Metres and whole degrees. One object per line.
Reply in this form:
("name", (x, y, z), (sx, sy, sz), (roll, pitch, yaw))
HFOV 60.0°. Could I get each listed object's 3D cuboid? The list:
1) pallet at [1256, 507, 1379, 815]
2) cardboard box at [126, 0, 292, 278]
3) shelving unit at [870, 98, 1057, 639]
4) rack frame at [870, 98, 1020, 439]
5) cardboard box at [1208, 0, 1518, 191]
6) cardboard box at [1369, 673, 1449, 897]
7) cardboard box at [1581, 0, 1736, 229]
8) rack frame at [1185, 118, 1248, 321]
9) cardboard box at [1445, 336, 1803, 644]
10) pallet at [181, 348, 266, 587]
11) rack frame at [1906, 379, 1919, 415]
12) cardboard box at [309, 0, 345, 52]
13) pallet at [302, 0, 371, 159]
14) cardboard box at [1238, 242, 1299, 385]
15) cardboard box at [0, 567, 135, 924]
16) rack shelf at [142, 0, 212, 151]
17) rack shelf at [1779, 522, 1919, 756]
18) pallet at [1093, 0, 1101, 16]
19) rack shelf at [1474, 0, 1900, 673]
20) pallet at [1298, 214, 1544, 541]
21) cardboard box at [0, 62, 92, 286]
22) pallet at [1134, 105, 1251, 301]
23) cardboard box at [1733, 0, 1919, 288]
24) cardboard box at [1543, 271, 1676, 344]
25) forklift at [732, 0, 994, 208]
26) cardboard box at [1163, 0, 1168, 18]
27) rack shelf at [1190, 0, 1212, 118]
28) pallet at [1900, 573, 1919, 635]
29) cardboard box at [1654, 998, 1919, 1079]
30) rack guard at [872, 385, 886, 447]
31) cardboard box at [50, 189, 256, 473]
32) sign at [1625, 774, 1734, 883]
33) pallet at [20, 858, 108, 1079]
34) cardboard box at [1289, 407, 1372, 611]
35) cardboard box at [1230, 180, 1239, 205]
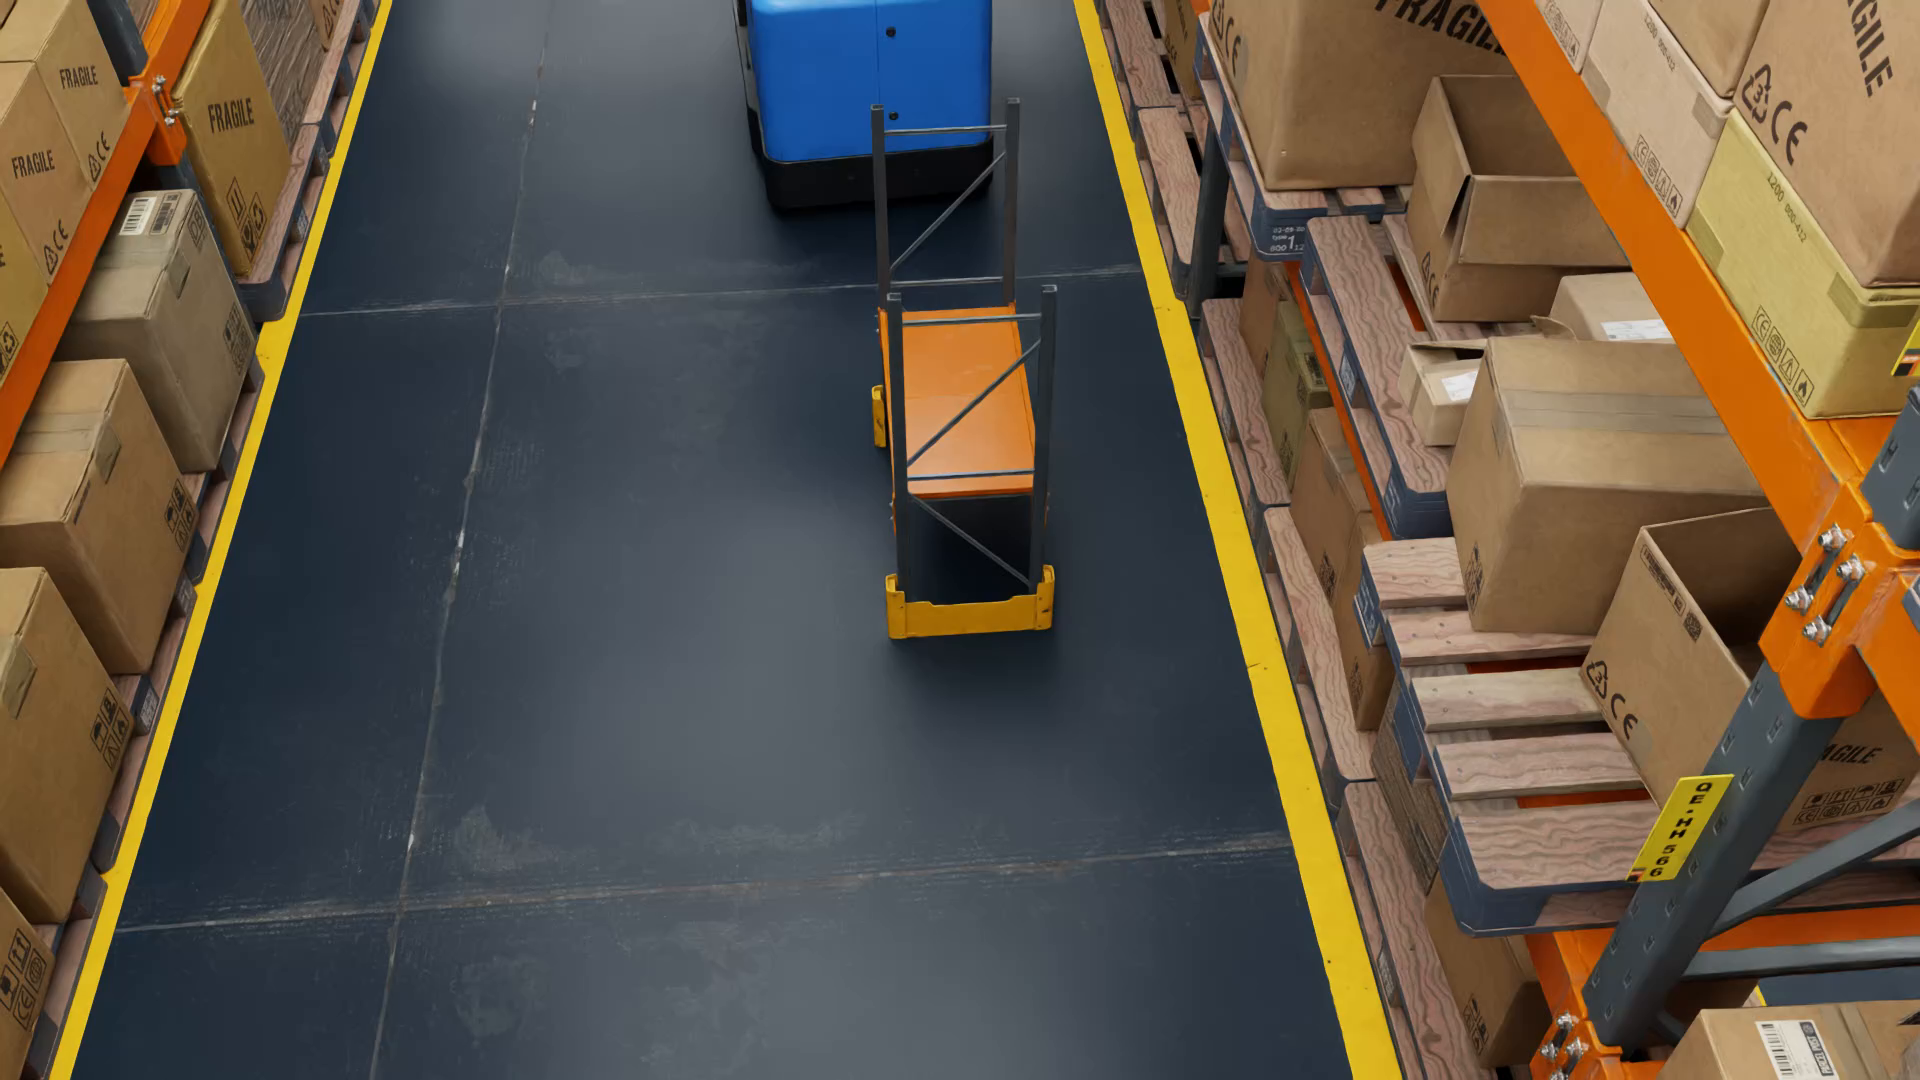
("pallet", (1.654, 0.360, 5.764), (1.003, 0.211, 1.213), (-3, 47, -3))
("cardboard box", (-3.452, -1.692, 6.961), (0.875, 0.875, 0.875), (-3, 47, -3))
("shelving unit", (-0.006, -0.571, 5.758), (0.587, 1.500, 1.083), (-3, 47, -3))
("rack frame", (-0.050, -0.945, 6.112), (0.500, 1.500, 0.032), (-3, 47, -3))
("cardboard box", (1.409, -1.815, 5.200), (1.000, 1.000, 1.000), (-3, 47, -3))
("cardboard box", (1.681, 0.671, 4.967), (0.700, 0.500, 0.500), (-7, 47, -7))
("cardboard box", (1.477, -0.820, 2.998), (0.500, 0.250, 0.500), (-4, 47, -3))
("rack frame", (1.482, -2.047, 6.123), (1.000, 3.000, 0.127), (-3, 47, -3))
("cardboard box", (1.585, -0.118, 3.938), (0.700, 0.500, 0.500), (3, 47, 3))
("pallet", (-3.330, -0.306, 6.395), (1.003, 0.211, 1.213), (-3, 47, -3))
("rack frame", (1.817, -1.216, 1.204), (1.000, 3.000, 0.127), (-3, 47, -3))
("cardboard box", (-3.606, -3.004, 8.203), (0.875, 0.875, 0.875), (-4, 47, -4))
("pallet", (-3.560, -2.300, 8.283), (1.003, 0.211, 1.213), (-3, 47, -3))
("cardboard box", (1.512, -0.893, 6.449), (0.700, 0.500, 0.500), (-7, 47, -6))
("cardboard box", (-3.172, 0.626, 4.851), (1.050, 0.750, 0.750), (-3, 47, -3))
("rack shelf", (-3.637, -3.019, 7.538), (1.077, 0.370, 4.000), (-3, 47, -3))
("rack shelf", (1.984, 1.510, 1.184), (1.077, 0.370, 4.000), (-3, 47, -3))
("pallet", (1.186, -3.338, 9.266), (1.003, 0.211, 1.213), (-3, 47, -3))
("rack shelf", (1.649, -1.384, 3.925), (1.077, 0.370, 4.000), (-3, 47, -3))
("pallet", (1.610, -0.517, 4.806), (1.003, 0.211, 1.213), (-3, 47, -3))
("cardboard box", (-3.117, -1.126, 5.182), (0.500, 0.500, 0.500), (-4, 47, -4))
("pallet", (1.390, -1.572, 7.594), (1.003, 0.211, 1.213), (-3, 47, -3))
("cardboard box", (1.527, -0.721, 2.388), (0.500, 0.500, 0.500), (-2, 47, -2))
("cardboard box", (1.906, -0.473, 4.446), (0.500, 0.250, 0.500), (-5, 47, -4))
("forklift", (-0.598, -3.608, 7.648), (1.130, 2.935, 3.031), (-7, 47, -7))
("cardboard box", (1.300, -2.889, 8.352), (0.500, 0.500, 0.500), (0, 47, 0))
("rack shelf", (1.314, -3.247, 7.755), (1.077, 0.370, 4.000), (-3, 47, -3))
("pallet", (1.923, 0.343, 1.923), (1.213, 0.211, 1.003), (-2, 47, -1))
("cardboard box", (1.586, 1.181, 2.997), (0.500, 0.500, 0.500), (-2, 47, -2))
("rack guard", (-0.048, -0.501, 6.553), (0.587, 0.250, 0.087), (-3, 47, -3))
("cardboard box", (-3.328, -0.746, 6.151), (1.050, 0.750, 0.750), (-4, 47, -3))
("sign", (1.277, 0.516, 2.953), (0.100, 0.325, 0.005), (-3, 47, -3))
("pallet", (-3.125, 1.459, 4.723), (1.003, 0.211, 1.213), (-3, 47, -3))
("cardboard box", (1.580, -0.142, 5.738), (0.700, 0.500, 0.500), (-7, 47, -7))
("cardboard box", (1.488, -1.624, 7.154), (0.500, 0.500, 0.500), (-5, 47, -5))
